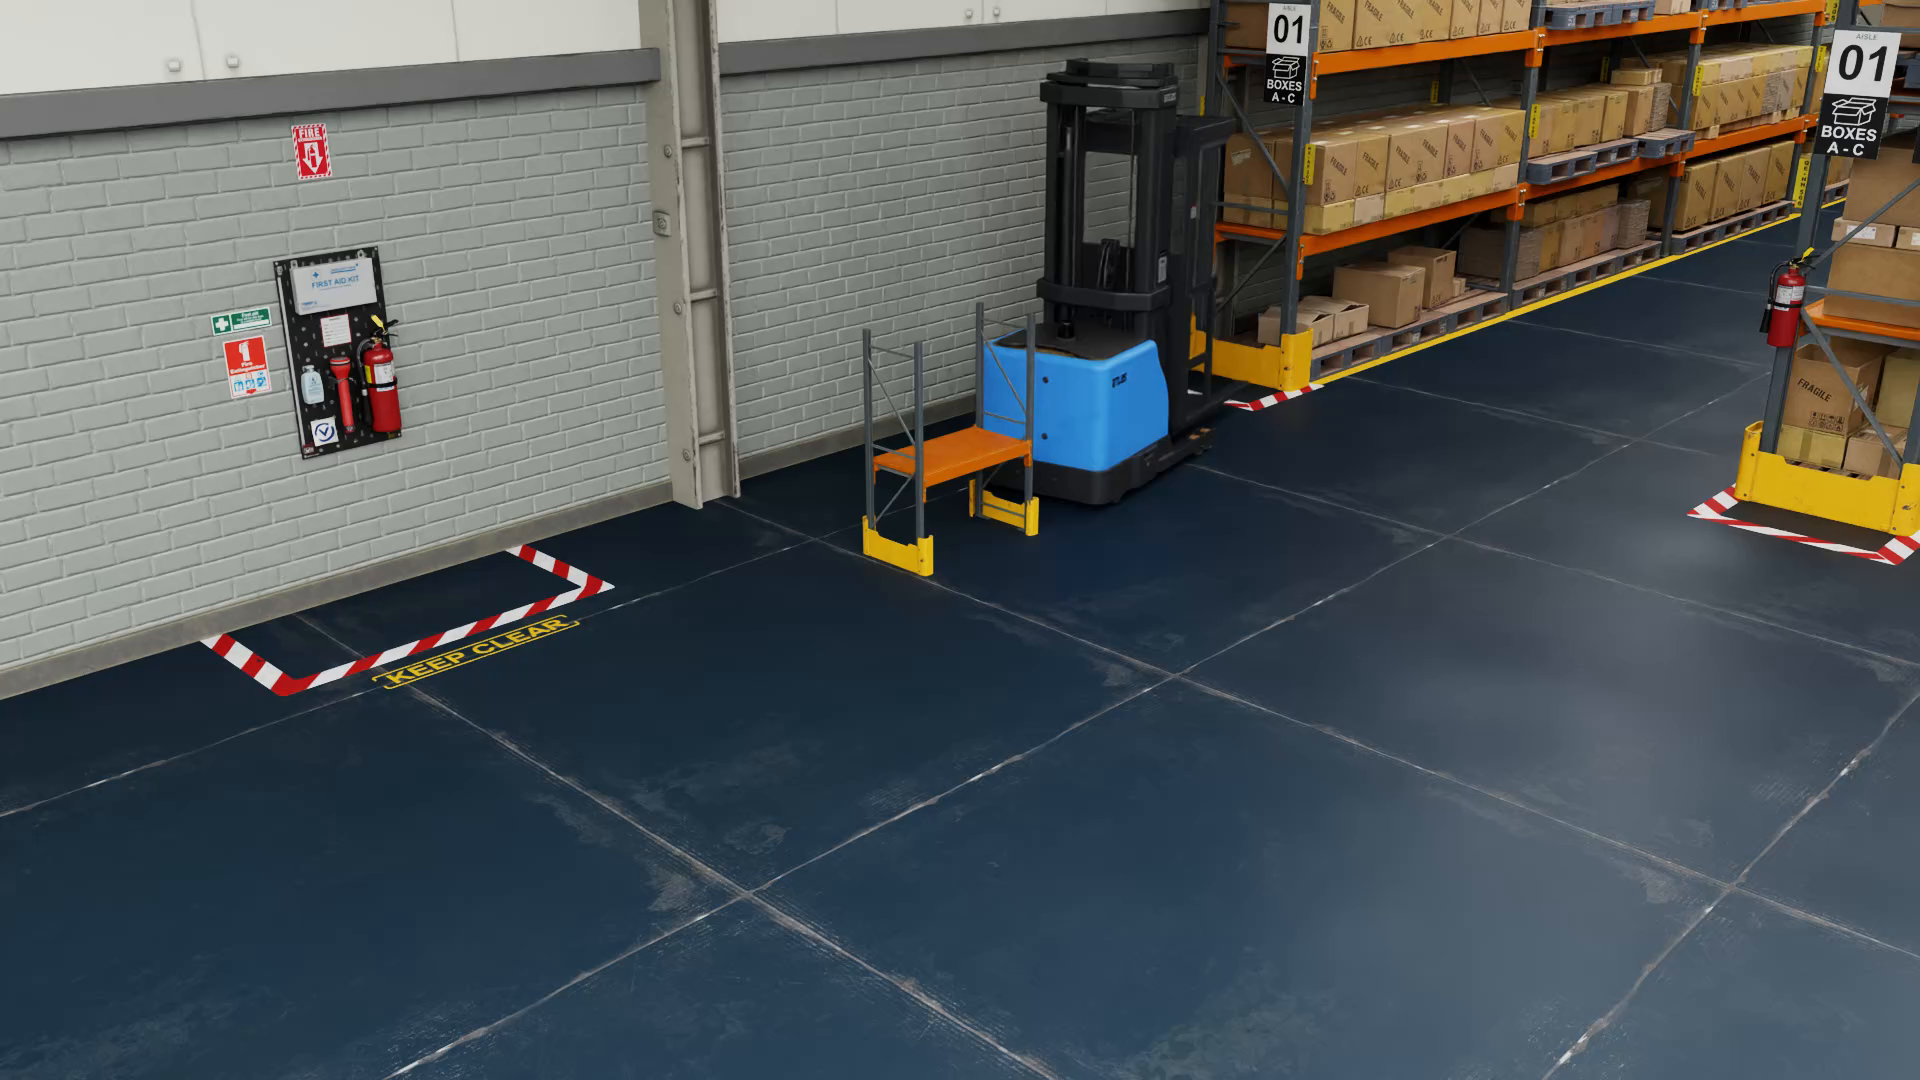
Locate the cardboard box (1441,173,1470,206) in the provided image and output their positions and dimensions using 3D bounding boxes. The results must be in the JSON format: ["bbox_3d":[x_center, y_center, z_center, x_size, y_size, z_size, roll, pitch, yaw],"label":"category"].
[{"bbox_3d":[4.489,-3.360,15.816,0.500,0.250,0.500,19,28,40],"label":"cardboard box"}]

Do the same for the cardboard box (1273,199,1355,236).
[{"bbox_3d":[3.073,-2.834,14.449,0.500,0.250,0.500,18,28,39],"label":"cardboard box"}]

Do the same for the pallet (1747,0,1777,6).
[{"bbox_3d":[9.275,-6.684,20.367,1.213,0.211,1.003,-19,28,-40],"label":"pallet"}]

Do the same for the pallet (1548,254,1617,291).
[{"bbox_3d":[6.689,-3.091,18.823,1.003,0.211,1.213,19,28,41],"label":"pallet"}]

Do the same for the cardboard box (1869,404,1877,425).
[{"bbox_3d":[6.559,-0.866,12.394,0.500,0.250,0.500,19,28,41],"label":"cardboard box"}]

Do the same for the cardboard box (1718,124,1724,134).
[{"bbox_3d":[9.171,-5.098,20.480,0.250,0.149,0.380,-19,28,-41],"label":"cardboard box"}]

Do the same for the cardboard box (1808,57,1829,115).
[{"bbox_3d":[11.266,-6.209,22.630,0.700,0.700,0.980,-20,28,-41],"label":"cardboard box"}]

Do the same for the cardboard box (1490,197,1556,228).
[{"bbox_3d":[6.102,-3.573,18.016,0.500,0.250,0.500,19,28,40],"label":"cardboard box"}]

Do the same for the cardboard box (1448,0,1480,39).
[{"bbox_3d":[4.399,-4.863,15.197,0.500,0.500,0.500,18,27,39],"label":"cardboard box"}]

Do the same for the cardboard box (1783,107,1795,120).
[{"bbox_3d":[10.684,-5.597,21.778,0.250,0.149,0.380,-20,28,-41],"label":"cardboard box"}]

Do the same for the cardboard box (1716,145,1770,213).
[{"bbox_3d":[9.898,-4.697,21.526,0.750,0.750,0.750,-19,28,-40],"label":"cardboard box"}]

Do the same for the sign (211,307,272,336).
[{"bbox_3d":[-4.013,-1.224,9.290,0.001,0.109,0.331,19,28,41],"label":"sign"}]

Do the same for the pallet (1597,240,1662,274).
[{"bbox_3d":[7.540,-3.403,19.635,1.003,0.211,1.213,19,28,41],"label":"pallet"}]

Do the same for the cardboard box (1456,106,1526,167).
[{"bbox_3d":[5.187,-3.968,16.352,0.500,0.500,0.500,19,28,41],"label":"cardboard box"}]

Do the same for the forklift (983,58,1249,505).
[{"bbox_3d":[1.333,-2.090,12.427,1.130,2.935,3.031,13,24,30],"label":"forklift"}]

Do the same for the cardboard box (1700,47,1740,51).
[{"bbox_3d":[9.662,-6.159,21.291,0.500,0.250,0.500,18,27,39],"label":"cardboard box"}]

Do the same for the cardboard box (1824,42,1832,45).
[{"bbox_3d":[13.318,-6.968,24.605,0.700,0.700,0.980,-19,28,-40],"label":"cardboard box"}]

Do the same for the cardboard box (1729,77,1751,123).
[{"bbox_3d":[9.327,-5.421,20.415,0.500,0.500,0.500,19,28,40],"label":"cardboard box"}]

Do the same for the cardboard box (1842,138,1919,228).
[{"bbox_3d":[6.428,-2.393,11.171,0.700,0.500,0.500,19,28,41],"label":"cardboard box"}]

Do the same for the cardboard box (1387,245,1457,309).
[{"bbox_3d":[4.600,-2.639,16.630,0.500,0.500,0.500,17,27,37],"label":"cardboard box"}]

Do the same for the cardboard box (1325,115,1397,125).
[{"bbox_3d":[3.748,-3.703,15.664,0.500,0.500,0.500,-20,29,-41],"label":"cardboard box"}]

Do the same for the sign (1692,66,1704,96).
[{"bbox_3d":[8.481,-5.275,19.116,0.100,0.325,0.005,19,28,41],"label":"sign"}]

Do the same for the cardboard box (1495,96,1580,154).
[{"bbox_3d":[6.070,-4.393,17.571,0.500,0.500,0.700,-17,27,-37],"label":"cardboard box"}]

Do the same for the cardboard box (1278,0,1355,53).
[{"bbox_3d":[2.917,-4.328,13.807,0.500,0.500,0.500,-19,28,-41],"label":"cardboard box"}]

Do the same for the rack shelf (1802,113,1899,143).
[{"bbox_3d":[12.271,-6.112,23.798,1.077,0.370,4.000,19,28,41],"label":"rack shelf"}]

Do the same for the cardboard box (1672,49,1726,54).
[{"bbox_3d":[9.295,-6.026,20.945,0.500,0.250,0.500,18,28,39],"label":"cardboard box"}]

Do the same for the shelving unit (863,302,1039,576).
[{"bbox_3d":[-0.053,-0.680,10.755,0.587,1.500,1.083,19,28,41],"label":"shelving unit"}]

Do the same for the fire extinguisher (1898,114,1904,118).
[{"bbox_3d":[14.102,-6.675,24.887,0.296,0.674,0.183,19,28,41],"label":"fire extinguisher"}]

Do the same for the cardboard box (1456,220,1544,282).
[{"bbox_3d":[5.797,-3.109,17.854,0.500,0.500,0.700,-19,28,-40],"label":"cardboard box"}]

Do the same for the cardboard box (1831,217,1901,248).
[{"bbox_3d":[6.187,-2.105,11.328,0.380,0.149,0.250,19,28,40],"label":"cardboard box"}]

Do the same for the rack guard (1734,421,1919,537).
[{"bbox_3d":[6.040,-0.437,11.515,1.175,0.500,0.348,19,28,41],"label":"rack guard"}]

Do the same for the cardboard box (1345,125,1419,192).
[{"bbox_3d":[3.770,-3.442,14.984,0.500,0.500,0.500,18,27,39],"label":"cardboard box"}]

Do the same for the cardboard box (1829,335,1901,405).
[{"bbox_3d":[6.905,-1.346,12.597,0.500,0.500,0.500,19,28,41],"label":"cardboard box"}]

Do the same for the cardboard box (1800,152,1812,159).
[{"bbox_3d":[11.471,-5.129,23.138,0.700,0.500,0.500,20,29,41],"label":"cardboard box"}]

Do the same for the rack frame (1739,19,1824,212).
[{"bbox_3d":[10.876,-5.934,22.331,1.000,3.000,0.127,19,28,41],"label":"rack frame"}]

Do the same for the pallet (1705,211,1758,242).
[{"bbox_3d":[9.541,-4.100,21.447,1.003,0.211,1.213,19,28,41],"label":"pallet"}]

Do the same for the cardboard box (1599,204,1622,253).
[{"bbox_3d":[7.178,-3.643,19.241,0.700,0.500,0.500,19,28,41],"label":"cardboard box"}]

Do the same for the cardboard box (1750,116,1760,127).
[{"bbox_3d":[9.925,-5.352,21.141,0.380,0.149,0.250,18,28,39],"label":"cardboard box"}]

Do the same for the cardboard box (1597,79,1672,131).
[{"bbox_3d":[7.765,-5.034,19.238,0.700,0.500,0.500,15,26,35],"label":"cardboard box"}]

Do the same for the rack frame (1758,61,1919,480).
[{"bbox_3d":[6.057,-1.610,11.083,1.000,3.000,0.127,19,28,41],"label":"rack frame"}]

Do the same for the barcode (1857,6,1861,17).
[{"bbox_3d":[5.922,-3.479,10.956,0.001,0.075,0.075,19,28,41],"label":"barcode"}]

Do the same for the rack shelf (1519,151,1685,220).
[{"bbox_3d":[6.691,-4.055,18.448,1.077,0.370,4.000,19,28,41],"label":"rack shelf"}]

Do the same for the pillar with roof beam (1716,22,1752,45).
[{"bbox_3d":[13.829,-8.053,19.483,9.100,9.000,0.400,19,28,41],"label":"pillar with roof beam"}]

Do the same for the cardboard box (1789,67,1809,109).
[{"bbox_3d":[10.735,-5.947,21.783,0.500,0.500,0.500,19,28,40],"label":"cardboard box"}]

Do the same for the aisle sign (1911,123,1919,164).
[{"bbox_3d":[6.230,-2.730,10.373,0.394,0.787,0.004,19,28,41],"label":"aisle sign"}]

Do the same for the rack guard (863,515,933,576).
[{"bbox_3d":[-0.401,0.031,10.646,0.587,0.250,0.087,19,28,41],"label":"rack guard"}]

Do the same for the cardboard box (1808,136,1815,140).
[{"bbox_3d":[12.205,-5.609,23.481,0.380,0.149,0.250,18,28,39],"label":"cardboard box"}]

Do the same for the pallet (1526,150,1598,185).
[{"bbox_3d":[5.933,-3.948,17.432,1.003,0.211,1.213,19,28,41],"label":"pallet"}]

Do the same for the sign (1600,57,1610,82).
[{"bbox_3d":[7.686,-5.584,19.808,0.100,0.325,0.005,19,28,41],"label":"sign"}]

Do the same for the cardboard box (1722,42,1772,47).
[{"bbox_3d":[10.369,-6.425,21.984,0.500,0.250,0.500,-19,28,-40],"label":"cardboard box"}]

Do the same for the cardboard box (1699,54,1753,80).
[{"bbox_3d":[9.308,-5.770,20.279,0.500,0.250,0.500,20,28,41],"label":"cardboard box"}]

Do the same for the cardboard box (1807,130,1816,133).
[{"bbox_3d":[12.311,-5.845,24.095,0.380,0.149,0.250,20,28,41],"label":"cardboard box"}]

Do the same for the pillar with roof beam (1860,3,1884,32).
[{"bbox_3d":[18.015,-9.595,23.496,9.100,9.000,0.400,19,28,41],"label":"pillar with roof beam"}]
